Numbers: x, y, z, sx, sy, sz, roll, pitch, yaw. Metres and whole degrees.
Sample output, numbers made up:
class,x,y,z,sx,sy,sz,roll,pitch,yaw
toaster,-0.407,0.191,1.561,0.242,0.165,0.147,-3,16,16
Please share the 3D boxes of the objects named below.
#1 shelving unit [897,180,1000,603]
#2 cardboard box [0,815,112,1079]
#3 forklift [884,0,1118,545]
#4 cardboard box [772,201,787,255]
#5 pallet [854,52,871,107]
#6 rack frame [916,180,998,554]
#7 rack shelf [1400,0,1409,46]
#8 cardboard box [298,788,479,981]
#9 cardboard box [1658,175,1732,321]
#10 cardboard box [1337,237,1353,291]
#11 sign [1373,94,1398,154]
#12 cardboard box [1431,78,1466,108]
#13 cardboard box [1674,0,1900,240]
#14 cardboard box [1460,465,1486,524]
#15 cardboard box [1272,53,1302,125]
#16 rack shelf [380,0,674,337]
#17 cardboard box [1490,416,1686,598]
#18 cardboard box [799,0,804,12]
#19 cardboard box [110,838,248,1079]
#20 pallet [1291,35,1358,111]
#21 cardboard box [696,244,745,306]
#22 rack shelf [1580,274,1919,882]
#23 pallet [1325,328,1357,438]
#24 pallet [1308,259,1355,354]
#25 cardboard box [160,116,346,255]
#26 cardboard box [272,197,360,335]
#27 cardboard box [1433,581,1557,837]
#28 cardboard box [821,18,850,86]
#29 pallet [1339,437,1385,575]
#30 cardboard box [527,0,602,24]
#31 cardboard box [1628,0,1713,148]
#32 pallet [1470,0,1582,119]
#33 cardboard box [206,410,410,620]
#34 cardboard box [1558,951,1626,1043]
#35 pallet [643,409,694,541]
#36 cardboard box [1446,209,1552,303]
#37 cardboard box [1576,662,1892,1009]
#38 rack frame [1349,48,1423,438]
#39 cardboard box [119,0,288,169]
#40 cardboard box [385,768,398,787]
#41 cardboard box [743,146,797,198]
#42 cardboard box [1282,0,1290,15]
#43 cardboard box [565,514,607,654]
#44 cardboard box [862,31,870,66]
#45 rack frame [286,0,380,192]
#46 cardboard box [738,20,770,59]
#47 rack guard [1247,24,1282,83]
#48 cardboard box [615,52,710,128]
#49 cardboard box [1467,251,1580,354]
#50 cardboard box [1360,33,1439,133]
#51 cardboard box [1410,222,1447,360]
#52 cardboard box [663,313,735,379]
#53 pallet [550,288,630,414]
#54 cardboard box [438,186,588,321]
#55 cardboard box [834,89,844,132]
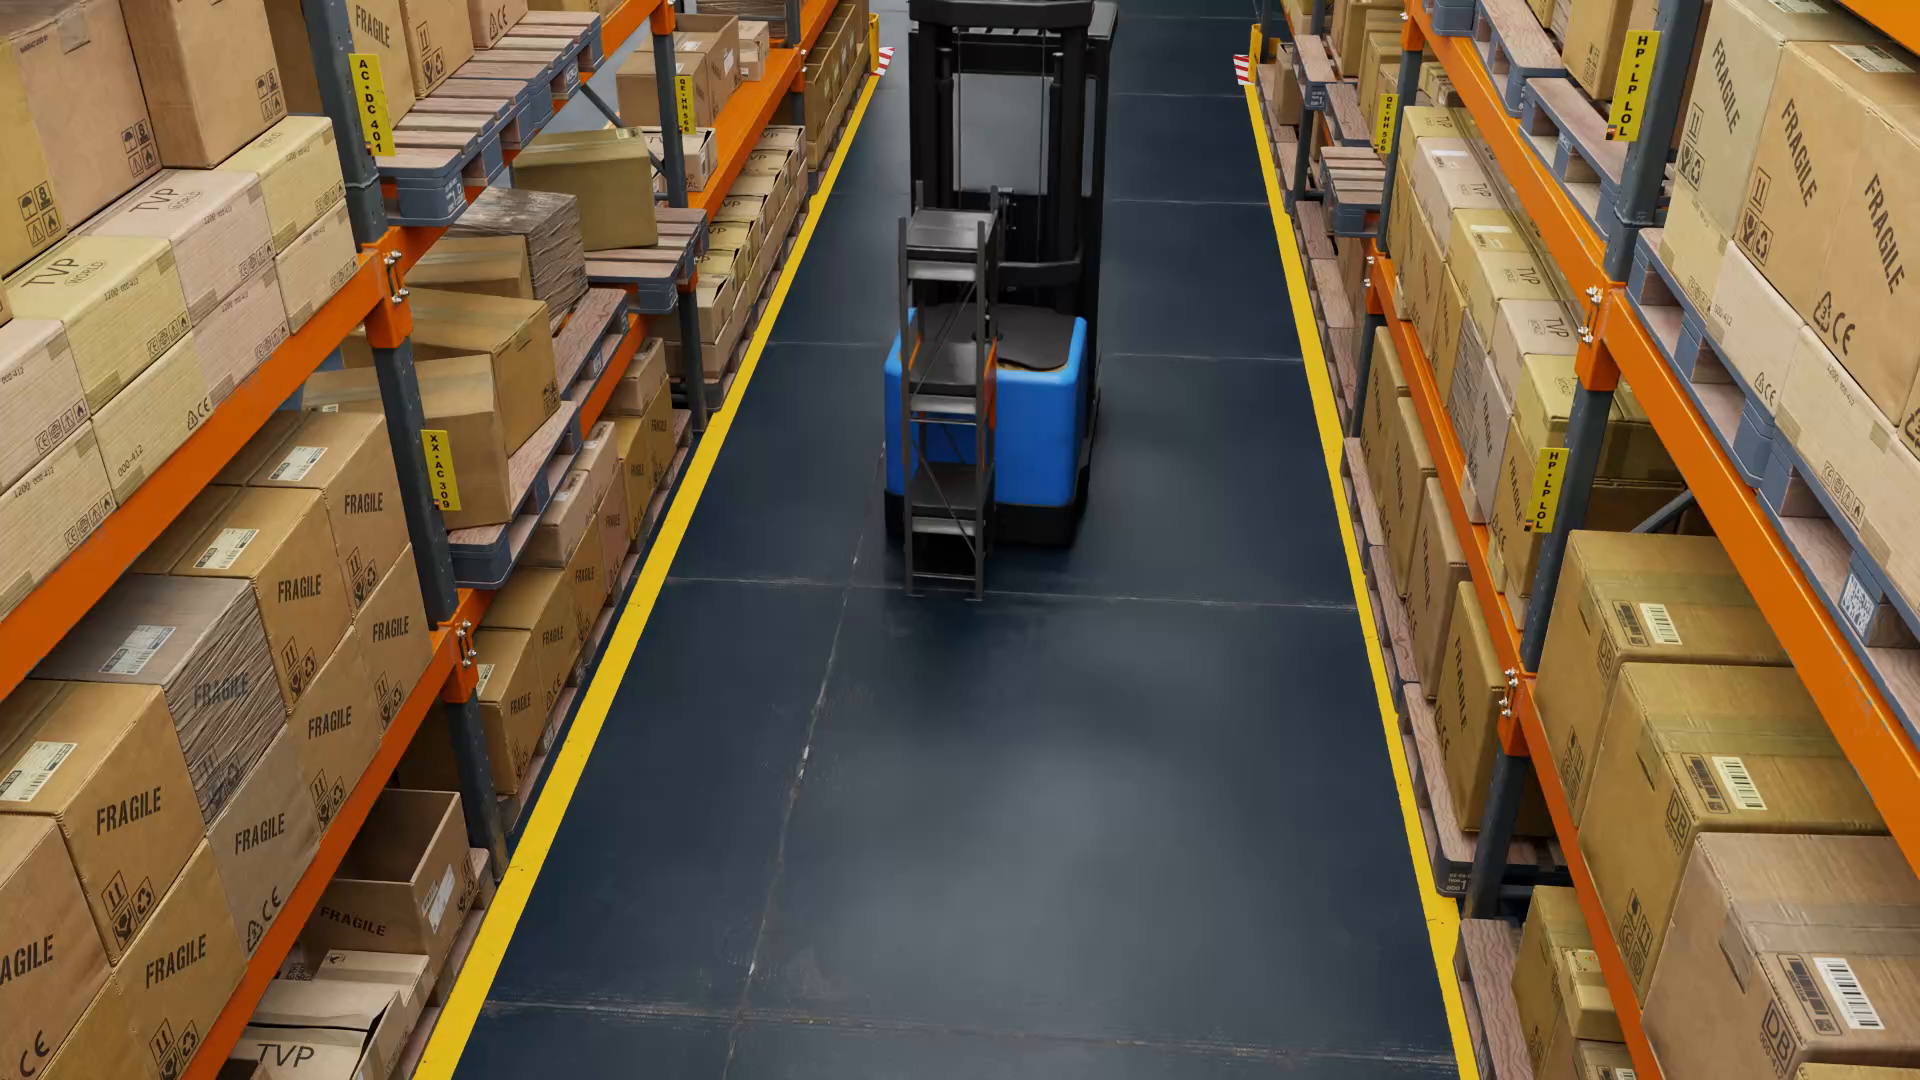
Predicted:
class,x,y,z,sx,sy,sz,roll,pitch,yaw
shelving unit,-0.050,-0.710,8.400,0.431,2.100,0.503,4,32,7
cardboard box,-2.354,0.969,3.771,0.500,0.500,0.500,3,32,5
forklift,0.299,-1.978,9.665,1.130,2.935,3.031,4,32,7
cardboard box,-1.585,-2.329,12.391,0.500,0.250,0.500,3,32,5
pallet,-1.451,-4.585,16.489,1.003,0.211,1.213,2,32,4
rack frame,-0.016,-0.837,8.606,0.400,2.100,0.015,4,32,7
rack shelf,3.019,-3.797,10.379,1.077,0.370,4.000,2,32,4
cardboard box,-2.171,1.288,6.264,0.500,0.500,0.500,2,32,4
cardboard box,2.211,-0.774,4.435,0.500,0.250,0.500,2,32,4
cardboard box,3.064,-2.073,11.717,0.700,0.500,0.500,3,32,5
sign,2.314,-2.258,9.027,0.100,0.325,0.005,2,32,4
cardboard box,2.854,-2.469,9.264,0.380,0.149,0.250,-2,32,-2
cardboard box,2.192,-1.082,4.220,0.500,0.500,0.500,2,32,4
cardboard box,2.301,-0.187,6.915,0.380,0.149,0.250,2,32,4
cardboard box,3.205,-4.050,14.925,0.700,0.500,0.500,1,32,1
rack shelf,-2.245,-1.915,7.326,1.077,0.370,4.000,2,32,4
cardboard box,2.316,-0.119,6.186,0.500,0.500,0.500,2,32,3
cardboard box,-1.690,-4.633,13.814,0.700,0.500,0.500,2,32,3
cardboard box,-2.311,1.136,4.453,0.500,0.500,0.500,3,32,5
pallet,2.974,-3.397,12.087,1.003,0.211,1.213,2,32,4
cardboard box,-1.712,-1.774,10.955,0.500,0.311,0.500,2,32,3
rack shelf,2.367,0.386,3.591,1.077,0.370,4.000,2,32,4
pallet,2.921,-1.002,10.675,1.003,0.211,1.213,2,32,4
pallet,3.023,-1.638,11.708,1.003,0.211,1.213,2,32,4
cardboard box,-2.176,-1.059,4.917,0.500,0.250,0.500,2,32,4
cardboard box,-2.182,-0.846,5.048,0.500,0.250,0.500,2,32,4
cardboard box,2.453,0.702,6.901,0.750,0.750,0.750,3,32,5
cardboard box,-1.286,-4.423,15.074,0.500,0.500,0.500,2,32,4
pallet,2.716,-0.185,9.349,1.003,0.211,1.213,2,32,4
cardboard box,-2.168,-2.542,7.561,0.910,0.500,0.500,2,32,4
cardboard box,2.711,-1.652,5.697,0.700,0.500,0.500,1,32,1
pallet,2.768,-2.054,7.044,1.003,0.211,1.213,4,32,6
cardboard box,-2.191,-0.092,5.491,0.500,0.500,0.500,3,32,4
cardboard box,2.157,1.478,5.357,0.380,0.149,0.250,3,32,6
pallet,-2.180,-0.415,9.722,1.003,0.211,1.213,2,32,4
cardboard box,2.447,-1.242,7.293,0.500,0.250,0.500,2,32,3
cardboard box,2.405,0.847,4.730,0.980,0.700,0.700,2,32,3
rack frame,2.856,-1.781,9.281,1.000,3.000,0.127,2,32,4
cardboard box,-2.409,-1.388,4.736,0.700,0.500,0.500,2,32,4
cardboard box,-2.653,0.708,7.206,0.500,0.500,0.500,2,32,4
cardboard box,-1.540,-2.833,12.674,0.500,0.311,0.500,3,32,5
cardboard box,2.992,-4.602,13.982,0.500,0.250,0.500,2,32,4
cardboard box,-2.045,0.195,8.038,0.500,0.500,0.500,3,32,5
cardboard box,-1.180,-4.889,16.545,0.500,0.250,0.500,2,32,4
rack frame,-2.407,-2.453,4.653,1.000,3.000,0.127,2,32,4
cardboard box,-1.753,-3.759,12.633,0.500,0.250,0.500,4,32,7
rack guard,3.501,-4.860,16.660,1.175,0.500,0.348,2,32,4
cardboard box,-1.961,-2.911,11.019,0.500,0.500,0.500,1,32,1
cardboard box,2.406,-0.975,6.860,0.500,0.250,0.500,3,32,5
cardboard box,2.963,-2.909,10.597,0.700,0.500,0.500,2,32,4
cardboard box,2.468,-1.183,7.912,0.500,0.500,0.500,2,32,4
cardboard box,-1.746,-1.260,10.656,0.500,0.250,0.500,2,32,4
pallet,-2.236,-0.892,8.021,1.003,0.211,1.213,2,32,4
cardboard box,-2.286,-1.408,8.179,0.700,0.500,0.500,8,33,13
cardboard box,-1.325,-3.842,14.846,0.500,0.250,0.500,2,32,4
